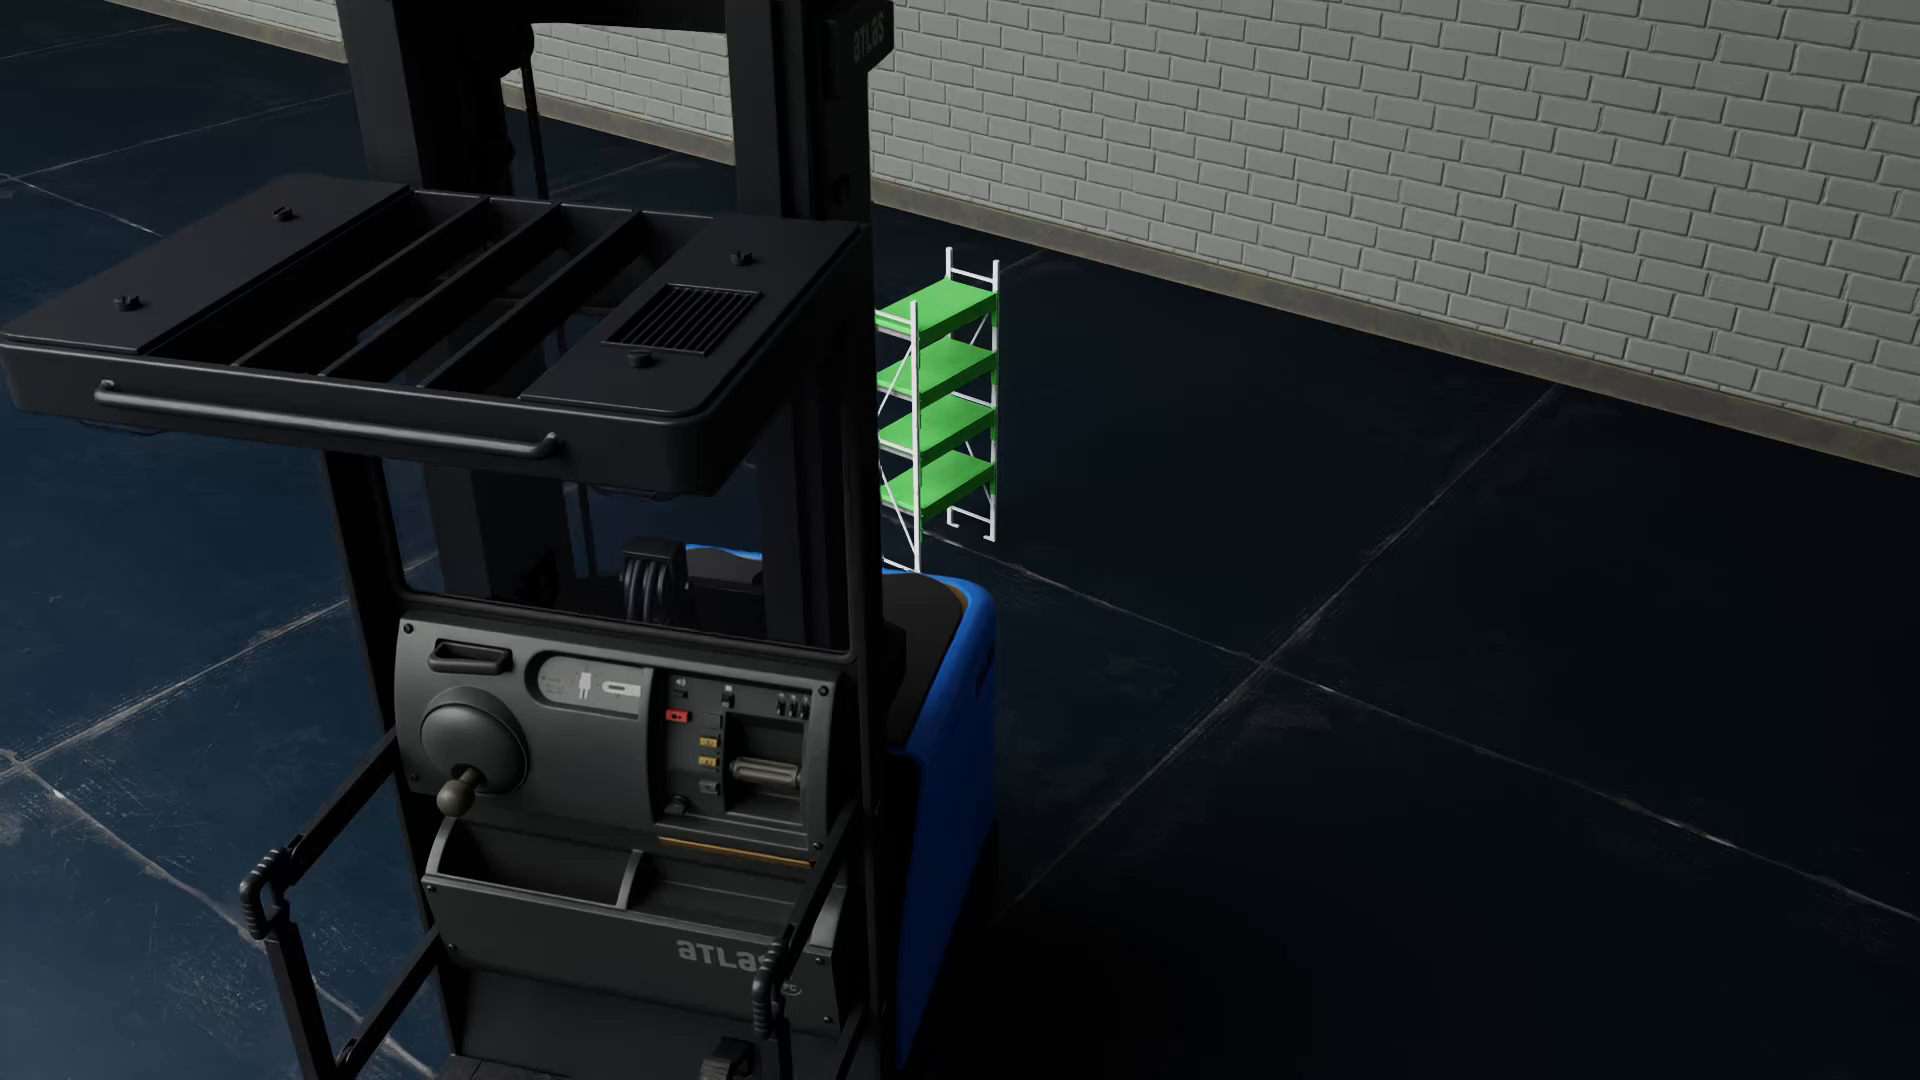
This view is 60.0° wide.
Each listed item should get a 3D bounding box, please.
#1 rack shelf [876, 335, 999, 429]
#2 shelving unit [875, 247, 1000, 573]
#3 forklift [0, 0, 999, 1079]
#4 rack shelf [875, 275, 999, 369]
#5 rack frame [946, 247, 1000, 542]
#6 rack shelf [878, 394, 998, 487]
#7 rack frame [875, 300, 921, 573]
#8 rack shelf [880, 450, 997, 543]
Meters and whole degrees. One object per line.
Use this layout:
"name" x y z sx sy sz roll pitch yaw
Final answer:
"rack shelf" -0.100 -0.600 6.241 0.258 0.148 0.480 21 37 31
"shelving unit" -0.100 -0.449 6.331 0.258 1.200 0.503 21 37 31
"forklift" -0.744 0.442 3.129 1.130 2.935 3.031 7 31 12
"rack shelf" -0.100 -0.807 6.118 0.258 0.148 0.480 21 37 31
"rack frame" 0.047 -0.548 6.498 0.240 1.200 0.015 21 37 31
"rack shelf" -0.100 -0.394 6.363 0.258 0.148 0.480 21 37 31
"rack frame" -0.247 -0.350 6.163 0.240 1.200 0.015 21 37 31
"rack shelf" -0.100 -0.187 6.486 0.258 0.148 0.480 21 37 31
